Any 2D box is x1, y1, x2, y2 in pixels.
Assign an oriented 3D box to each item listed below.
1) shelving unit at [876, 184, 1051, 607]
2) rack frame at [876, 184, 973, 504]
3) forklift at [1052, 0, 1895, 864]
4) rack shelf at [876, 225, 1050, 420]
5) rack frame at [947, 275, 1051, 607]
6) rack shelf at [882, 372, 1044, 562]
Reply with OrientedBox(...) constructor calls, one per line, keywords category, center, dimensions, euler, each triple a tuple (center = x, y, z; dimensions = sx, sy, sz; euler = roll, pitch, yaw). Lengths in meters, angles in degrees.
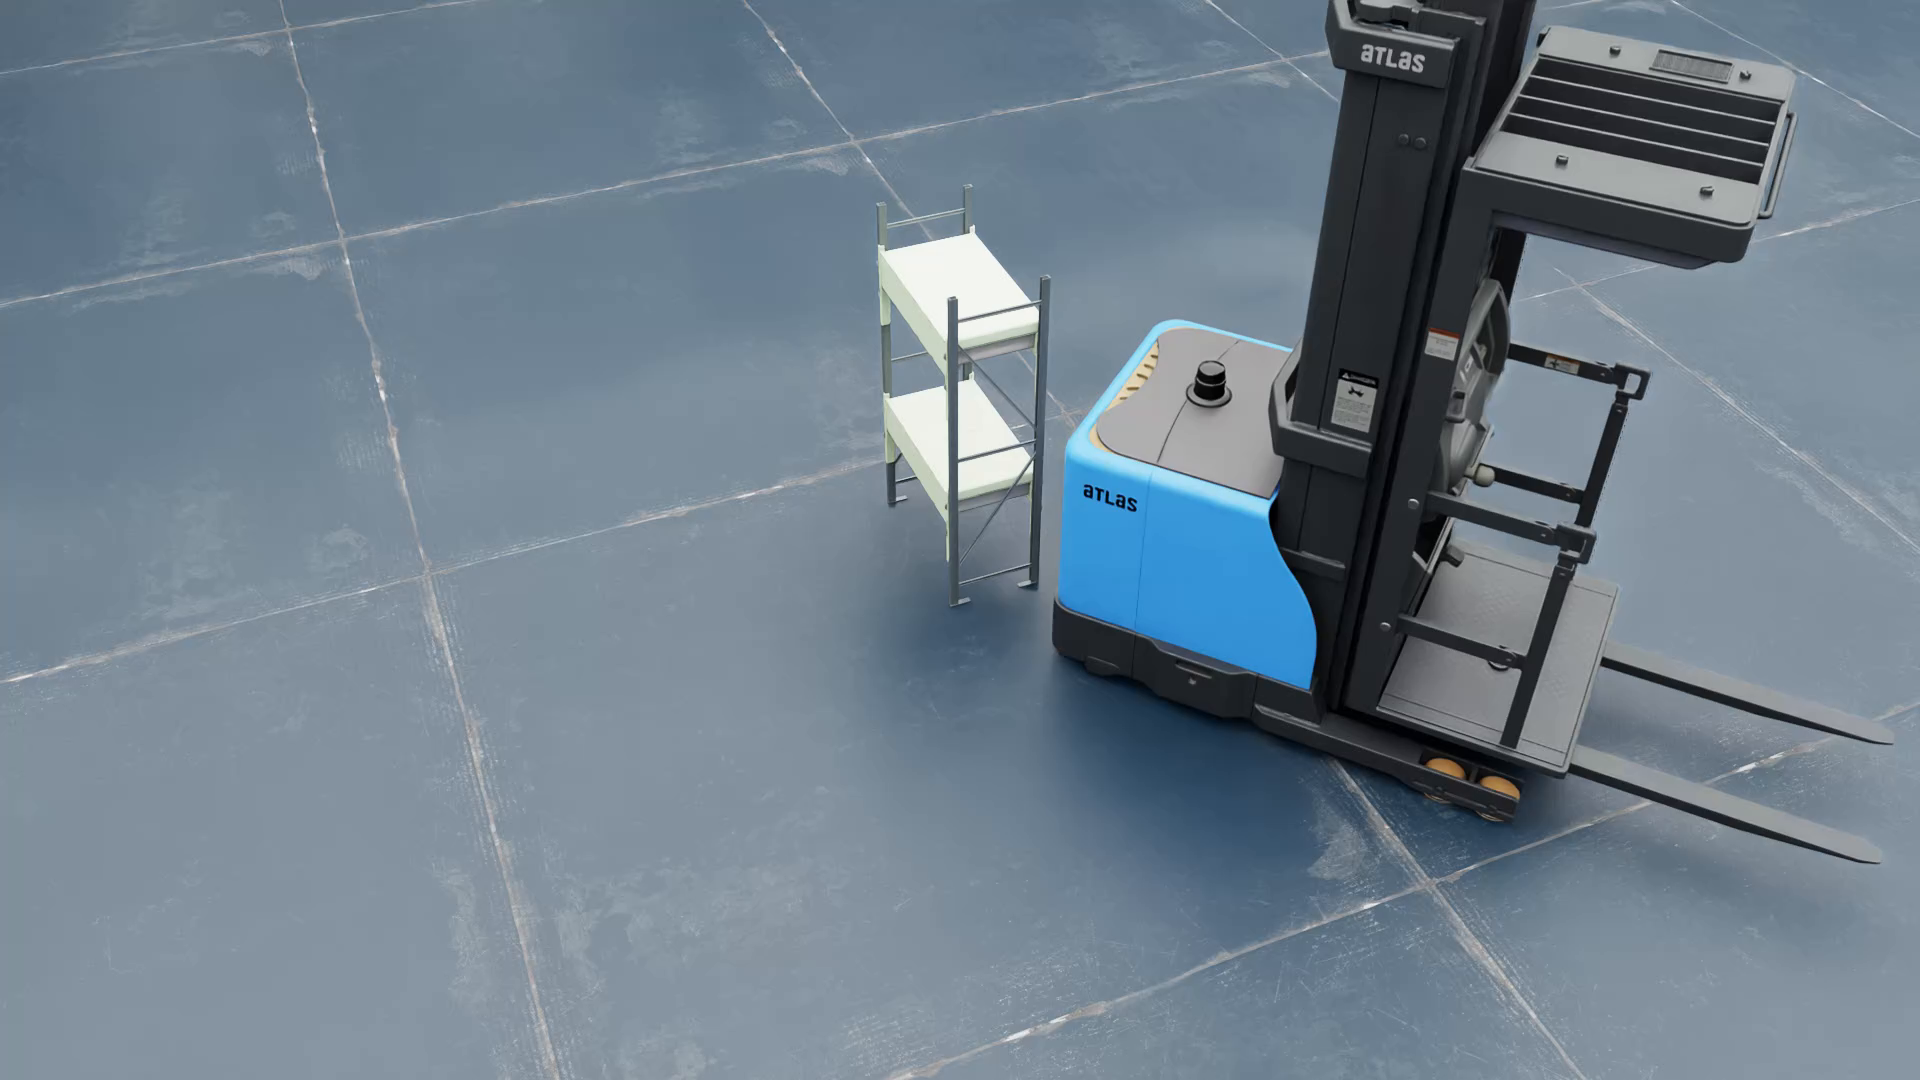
OrientedBox(category="shelving unit", center=(0.003, -0.565, 6.756), dimensions=(0.431, 1.500, 0.755), euler=(-15, 43, -17))
OrientedBox(category="rack frame", center=(-0.137, -0.785, 7.013), dimensions=(0.400, 1.500, 0.023), euler=(-15, 43, -17))
OrientedBox(category="forklift", center=(1.921, -0.485, 5.566), dimensions=(3.031, 2.935, 1.130), euler=(18, 44, 20))
OrientedBox(category="rack shelf", center=(0.003, -0.861, 6.502), dimensions=(0.431, 0.370, 0.720), euler=(-15, 43, -17))
OrientedBox(category="rack frame", center=(0.143, -0.344, 6.500), dimensions=(0.400, 1.500, 0.023), euler=(-15, 43, -17))
OrientedBox(category="rack shelf", center=(0.003, -0.317, 6.969), dimensions=(0.431, 0.370, 0.720), euler=(-15, 43, -17))
